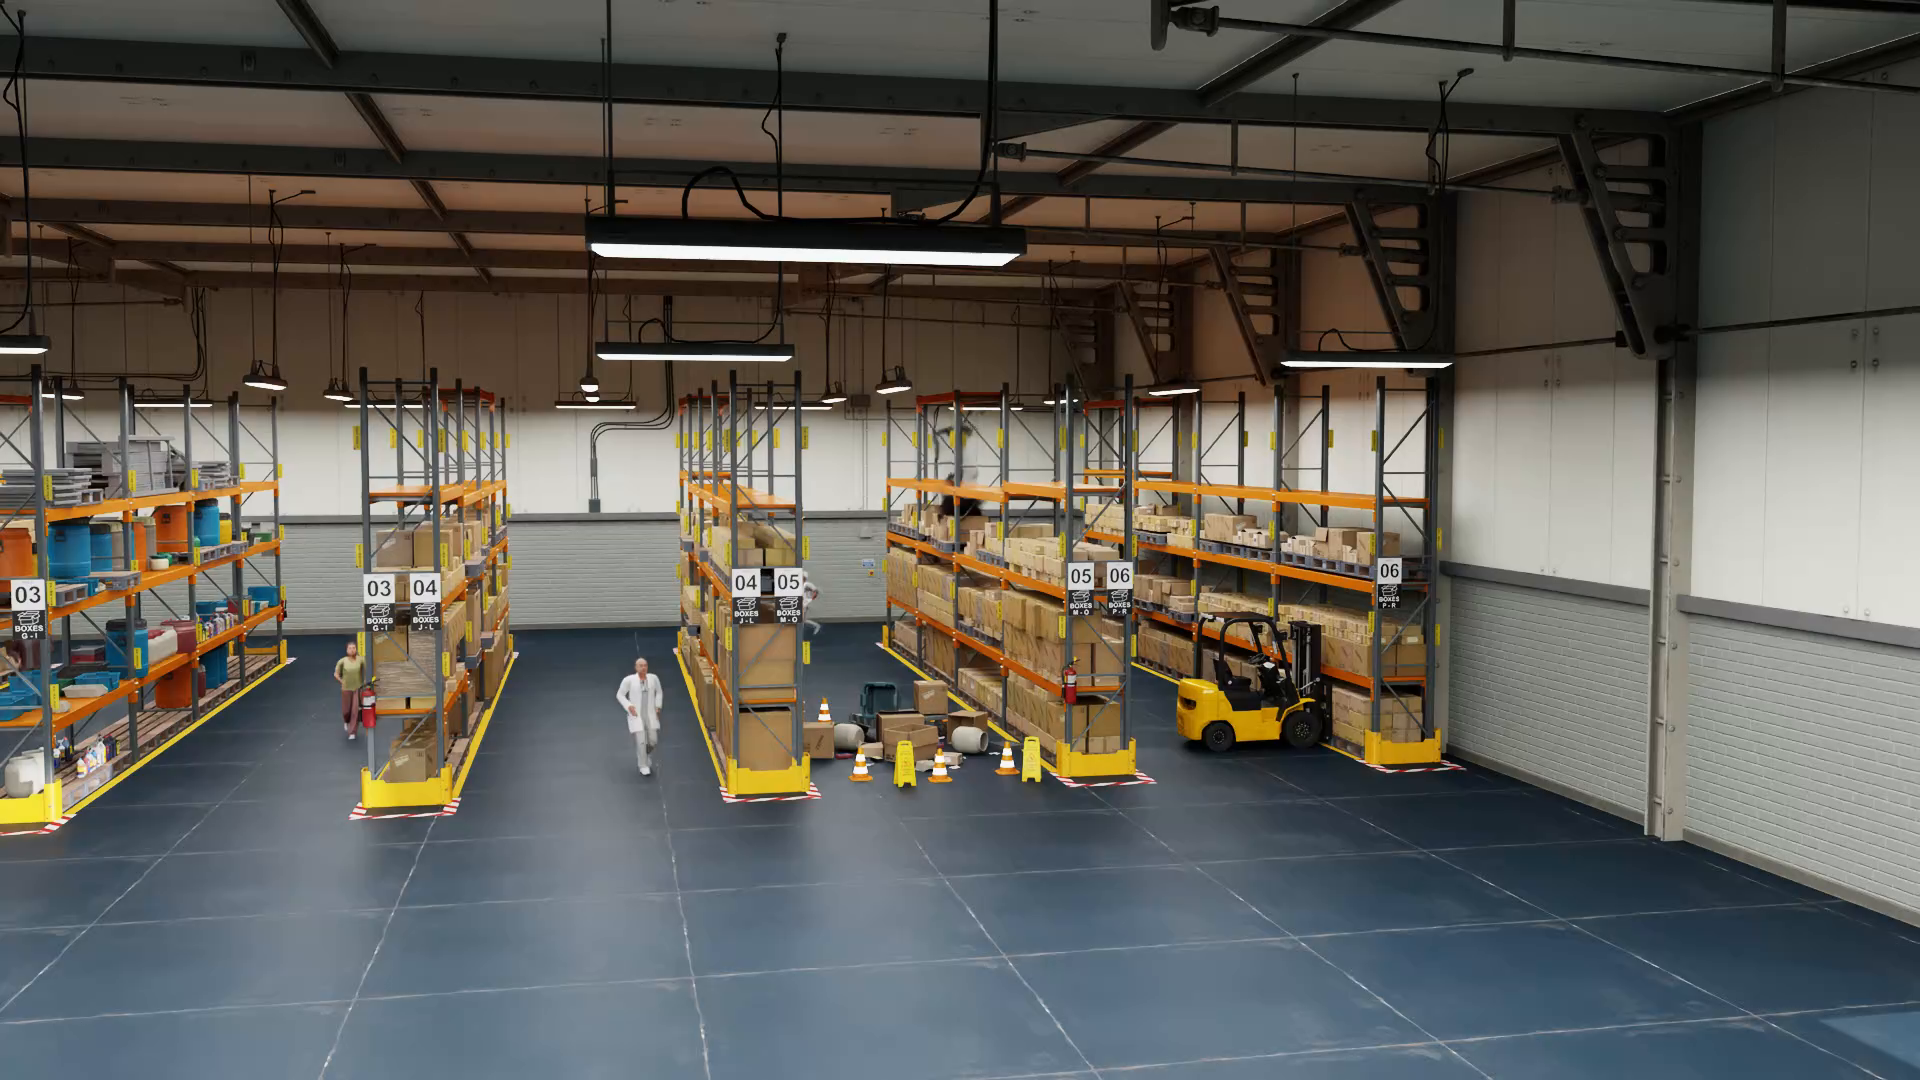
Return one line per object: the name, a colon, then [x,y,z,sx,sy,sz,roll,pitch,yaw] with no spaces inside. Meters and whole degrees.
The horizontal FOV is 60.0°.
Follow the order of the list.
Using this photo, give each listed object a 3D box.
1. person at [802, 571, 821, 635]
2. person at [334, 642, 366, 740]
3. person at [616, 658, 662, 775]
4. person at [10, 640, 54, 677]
person: [-3.851,1.666,41.512,0.902,1.799,0.688,-2,4,-30]
person: [-10.228,2.519,28.006,0.574,1.626,0.619,-1,4,-23]
person: [-4.807,2.643,25.032,0.718,1.740,0.638,-2,4,-24]
person: [-17.029,2.324,30.515,0.718,1.727,0.640,-1,4,-18]
